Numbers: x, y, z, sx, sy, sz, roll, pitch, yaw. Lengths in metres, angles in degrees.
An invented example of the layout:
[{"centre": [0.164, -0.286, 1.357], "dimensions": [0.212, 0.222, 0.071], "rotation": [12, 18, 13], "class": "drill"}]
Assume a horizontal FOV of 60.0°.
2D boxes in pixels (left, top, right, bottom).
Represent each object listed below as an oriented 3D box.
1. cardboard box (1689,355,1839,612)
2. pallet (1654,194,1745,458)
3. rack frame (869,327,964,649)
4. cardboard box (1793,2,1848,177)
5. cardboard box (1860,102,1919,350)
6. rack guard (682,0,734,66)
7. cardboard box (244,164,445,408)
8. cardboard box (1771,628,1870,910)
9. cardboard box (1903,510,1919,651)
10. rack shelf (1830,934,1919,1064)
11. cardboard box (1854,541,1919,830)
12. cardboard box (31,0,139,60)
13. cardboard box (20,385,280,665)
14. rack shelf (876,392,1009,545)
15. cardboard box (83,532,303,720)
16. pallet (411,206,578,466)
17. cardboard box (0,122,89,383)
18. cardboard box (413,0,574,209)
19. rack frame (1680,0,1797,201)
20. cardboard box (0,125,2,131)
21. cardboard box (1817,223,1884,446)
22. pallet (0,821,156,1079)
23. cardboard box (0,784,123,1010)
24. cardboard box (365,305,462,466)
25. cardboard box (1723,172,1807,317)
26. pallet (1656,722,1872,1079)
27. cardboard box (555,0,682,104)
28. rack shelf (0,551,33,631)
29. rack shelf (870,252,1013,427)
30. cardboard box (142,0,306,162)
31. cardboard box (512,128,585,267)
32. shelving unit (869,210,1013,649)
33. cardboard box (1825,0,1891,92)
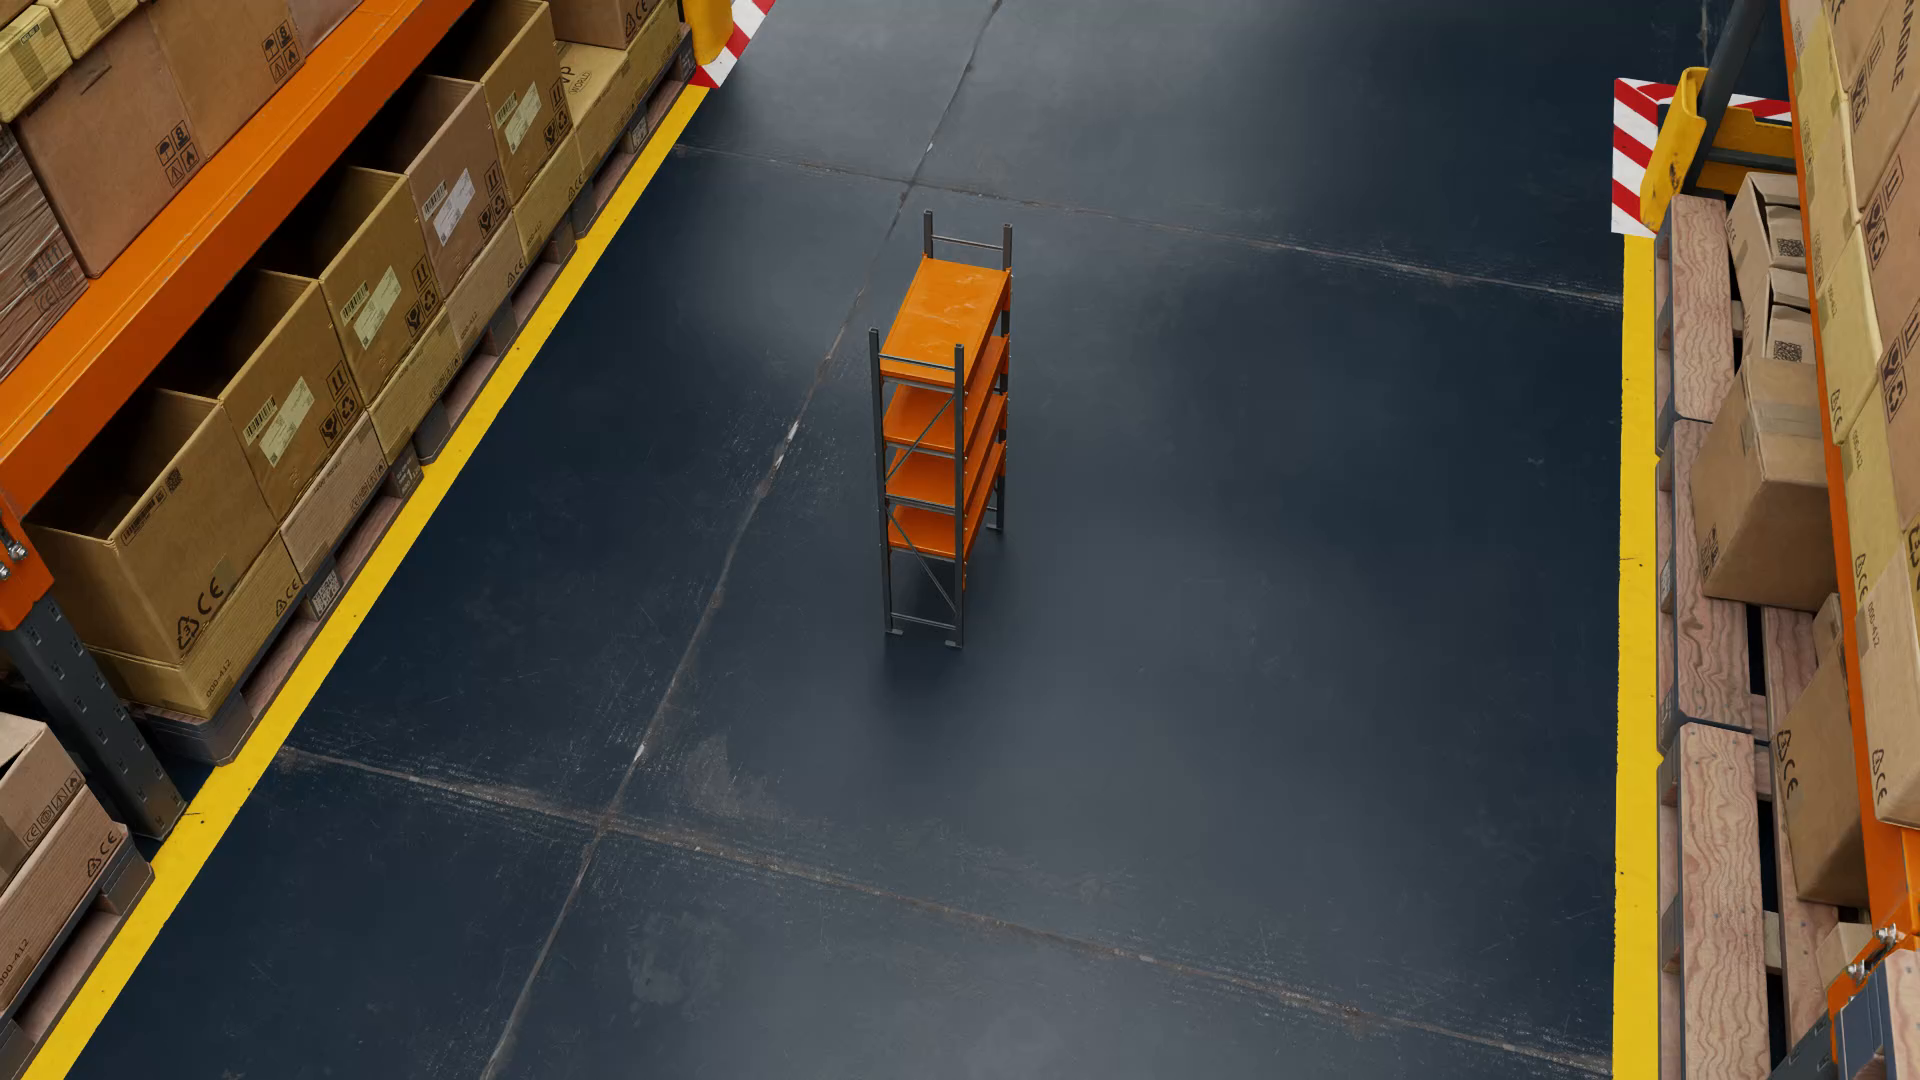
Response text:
[{"centre": [2.541, -0.132, 4.740], "dimensions": [0.700, 0.500, 0.500], "rotation": [9, 49, 8], "class": "cardboard box"}, {"centre": [2.934, -0.672, 5.702], "dimensions": [1.003, 0.211, 1.213], "rotation": [12, 50, 10], "class": "pallet"}, {"centre": [-0.108, -0.101, 4.539], "dimensions": [0.240, 1.200, 0.015], "rotation": [12, 50, 10], "class": "rack frame"}, {"centre": [2.504, -1.151, 4.352], "dimensions": [0.500, 0.250, 0.500], "rotation": [11, 49, 9], "class": "cardboard box"}, {"centre": [2.244, -0.669, 3.426], "dimensions": [0.500, 0.500, 0.500], "rotation": [10, 49, 9], "class": "cardboard box"}, {"centre": [-1.572, -2.395, 7.030], "dimensions": [1.175, 0.500, 0.348], "rotation": [12, 50, 10], "class": "rack guard"}, {"centre": [-1.944, -0.786, 4.996], "dimensions": [0.500, 0.500, 0.500], "rotation": [12, 50, 10], "class": "cardboard box"}, {"centre": [2.383, 0.586, 4.106], "dimensions": [0.500, 0.500, 0.500], "rotation": [8, 49, 7], "class": "cardboard box"}, {"centre": [1.975, 0.055, 2.787], "dimensions": [0.500, 0.500, 0.500], "rotation": [11, 50, 10], "class": "cardboard box"}, {"centre": [1.622, 2.348, 1.657], "dimensions": [1.077, 0.370, 4.000], "rotation": [12, 50, 10], "class": "rack shelf"}, {"centre": [1.981, 0.304, 3.068], "dimensions": [0.500, 0.250, 0.500], "rotation": [12, 50, 10], "class": "cardboard box"}, {"centre": [-2.174, -1.274, 3.874], "dimensions": [0.380, 0.149, 0.250], "rotation": [11, 50, 10], "class": "cardboard box"}, {"centre": [-2.207, -0.062, 4.358], "dimensions": [0.500, 0.500, 0.500], "rotation": [12, 50, 10], "class": "cardboard box"}, {"centre": [-0.044, -0.233, 4.745], "dimensions": [0.258, 0.148, 0.480], "rotation": [12, 50, 10], "class": "rack shelf"}, {"centre": [-2.217, 0.184, 4.641], "dimensions": [0.500, 0.250, 0.500], "rotation": [12, 50, 10], "class": "cardboard box"}, {"centre": [-2.062, -0.841, 5.851], "dimensions": [1.003, 0.211, 1.213], "rotation": [12, 50, 10], "class": "pallet"}, {"centre": [-2.521, -0.667, 3.771], "dimensions": [0.700, 0.500, 0.500], "rotation": [10, 49, 9], "class": "cardboard box"}, {"centre": [-1.682, -1.509, 5.635], "dimensions": [0.500, 0.500, 0.500], "rotation": [12, 50, 10], "class": "cardboard box"}, {"centre": [3.202, -2.230, 5.217], "dimensions": [1.000, 3.000, 0.127], "rotation": [12, 50, 10], "class": "rack frame"}, {"centre": [-2.308, -0.897, 3.542], "dimensions": [0.380, 0.149, 0.250], "rotation": [12, 50, 11], "class": "cardboard box"}, {"centre": [2.238, -0.422, 3.708], "dimensions": [0.500, 0.250, 0.500], "rotation": [11, 50, 10], "class": "cardboard box"}, {"centre": [-2.788, 1.152, 4.093], "dimensions": [1.003, 0.211, 1.213], "rotation": [12, 50, 10], "class": "pallet"}, {"centre": [-2.461, 0.817, 4.082], "dimensions": [0.500, 0.250, 0.500], "rotation": [11, 50, 10], "class": "cardboard box"}, {"centre": [-1.944, -0.537, 5.278], "dimensions": [0.500, 0.250, 0.500], "rotation": [12, 50, 10], "class": "cardboard box"}, {"centre": [2.933, -1.003, 5.635], "dimensions": [0.500, 0.311, 0.500], "rotation": [7, 49, 6], "class": "cardboard box"}, {"centre": [2.291, 1.093, 4.144], "dimensions": [1.003, 0.211, 1.213], "rotation": [12, 50, 10], "class": "pallet"}, {"centre": [-1.435, -1.988, 6.557], "dimensions": [0.500, 0.250, 0.500], "rotation": [12, 50, 10], "class": "cardboard box"}, {"centre": [-3.158, 1.373, 2.517], "dimensions": [1.077, 0.370, 4.000], "rotation": [12, 50, 10], "class": "rack shelf"}, {"centre": [-0.044, -0.537, 4.400], "dimensions": [0.258, 0.148, 0.480], "rotation": [12, 50, 10], "class": "rack shelf"}, {"centre": [-2.252, -1.412, 4.429], "dimensions": [0.700, 0.500, 0.500], "rotation": [12, 50, 11], "class": "cardboard box"}, {"centre": [-1.684, -1.262, 5.917], "dimensions": [0.500, 0.250, 0.500], "rotation": [12, 50, 10], "class": "cardboard box"}, {"centre": [-0.044, -0.277, 4.694], "dimensions": [0.258, 1.200, 0.503], "rotation": [12, 50, 10], "class": "shelving unit"}, {"centre": [2.504, -1.421, 4.090], "dimensions": [0.500, 0.500, 0.500], "rotation": [10, 49, 9], "class": "cardboard box"}]
